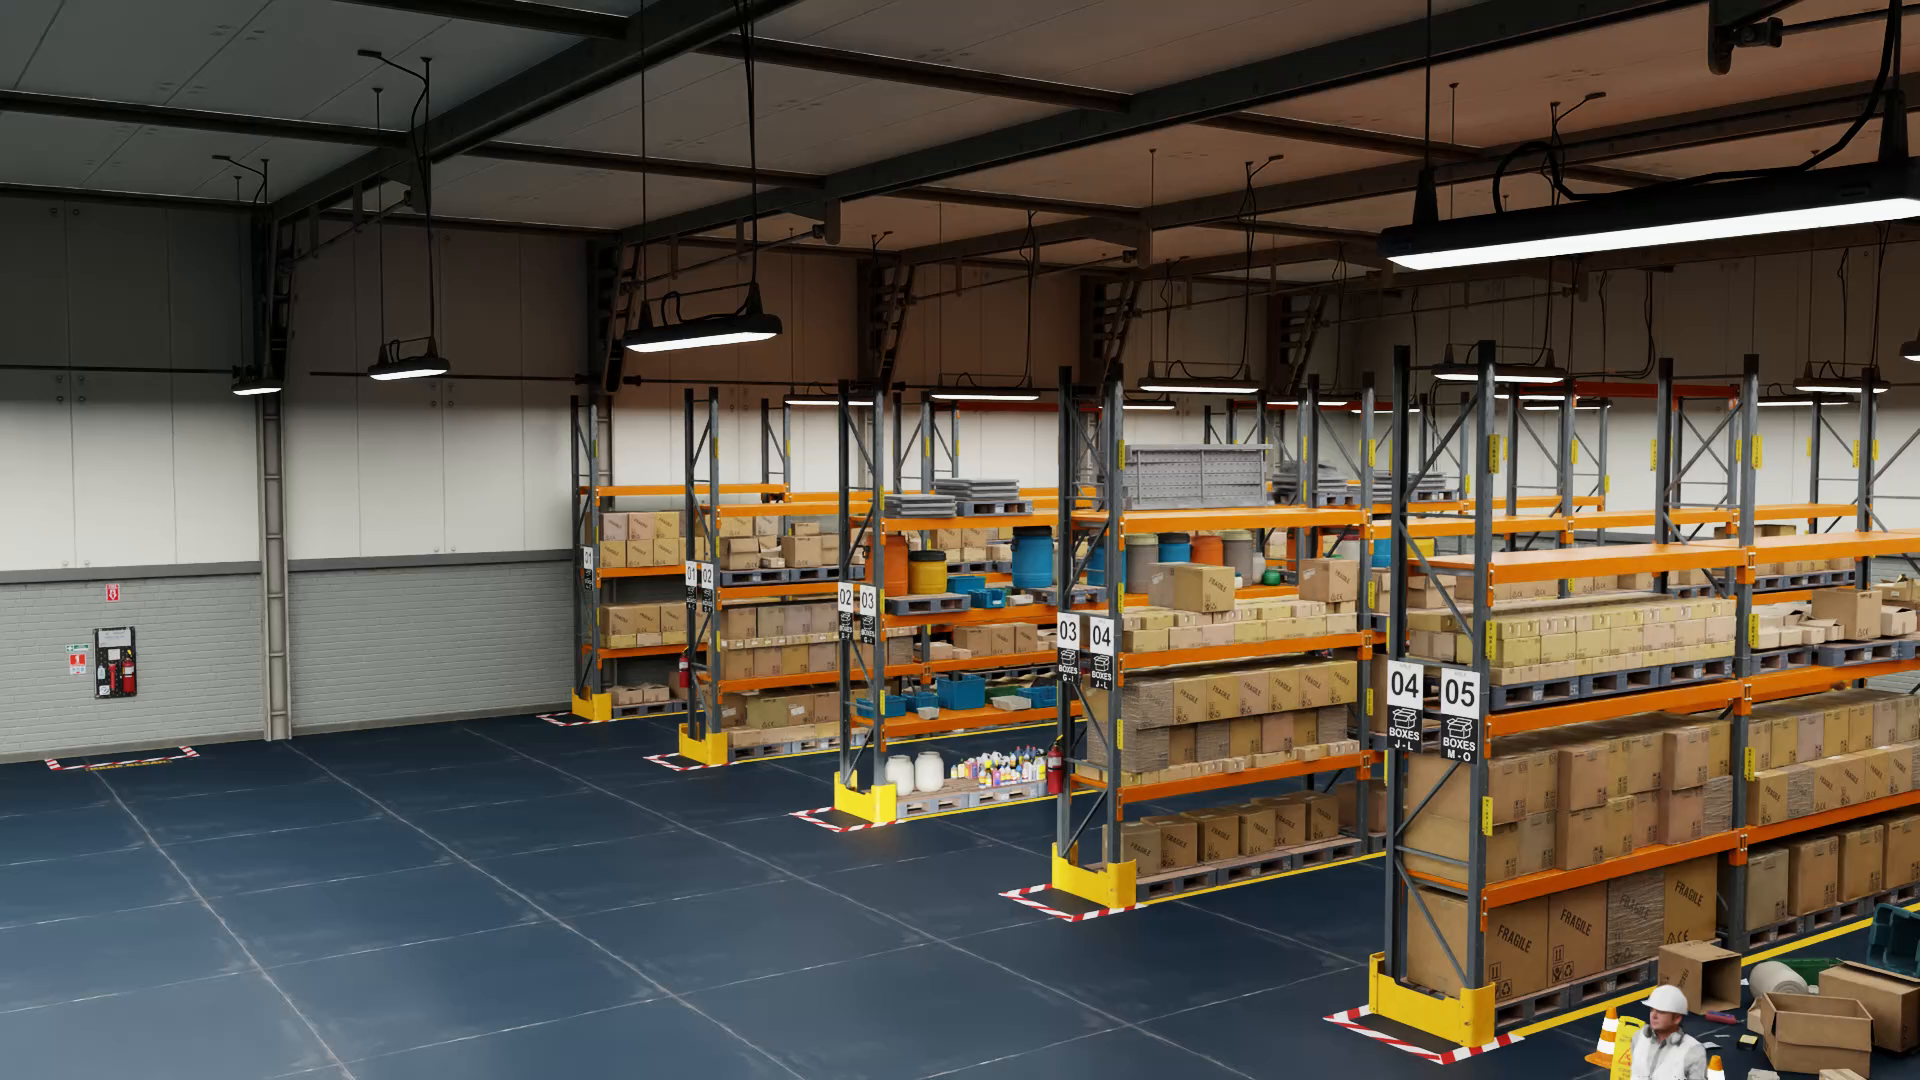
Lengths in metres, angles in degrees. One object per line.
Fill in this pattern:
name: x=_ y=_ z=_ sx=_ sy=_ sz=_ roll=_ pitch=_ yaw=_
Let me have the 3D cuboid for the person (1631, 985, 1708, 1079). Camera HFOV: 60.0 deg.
person: x=4.362 y=3.657 z=10.371 sx=1.019 sy=1.723 sz=0.565 roll=-3 pitch=4 yaw=-40

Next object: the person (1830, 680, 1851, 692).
person: x=13.516 y=2.814 z=25.247 sx=0.689 sy=1.664 sz=0.753 roll=-2 pitch=4 yaw=-26
